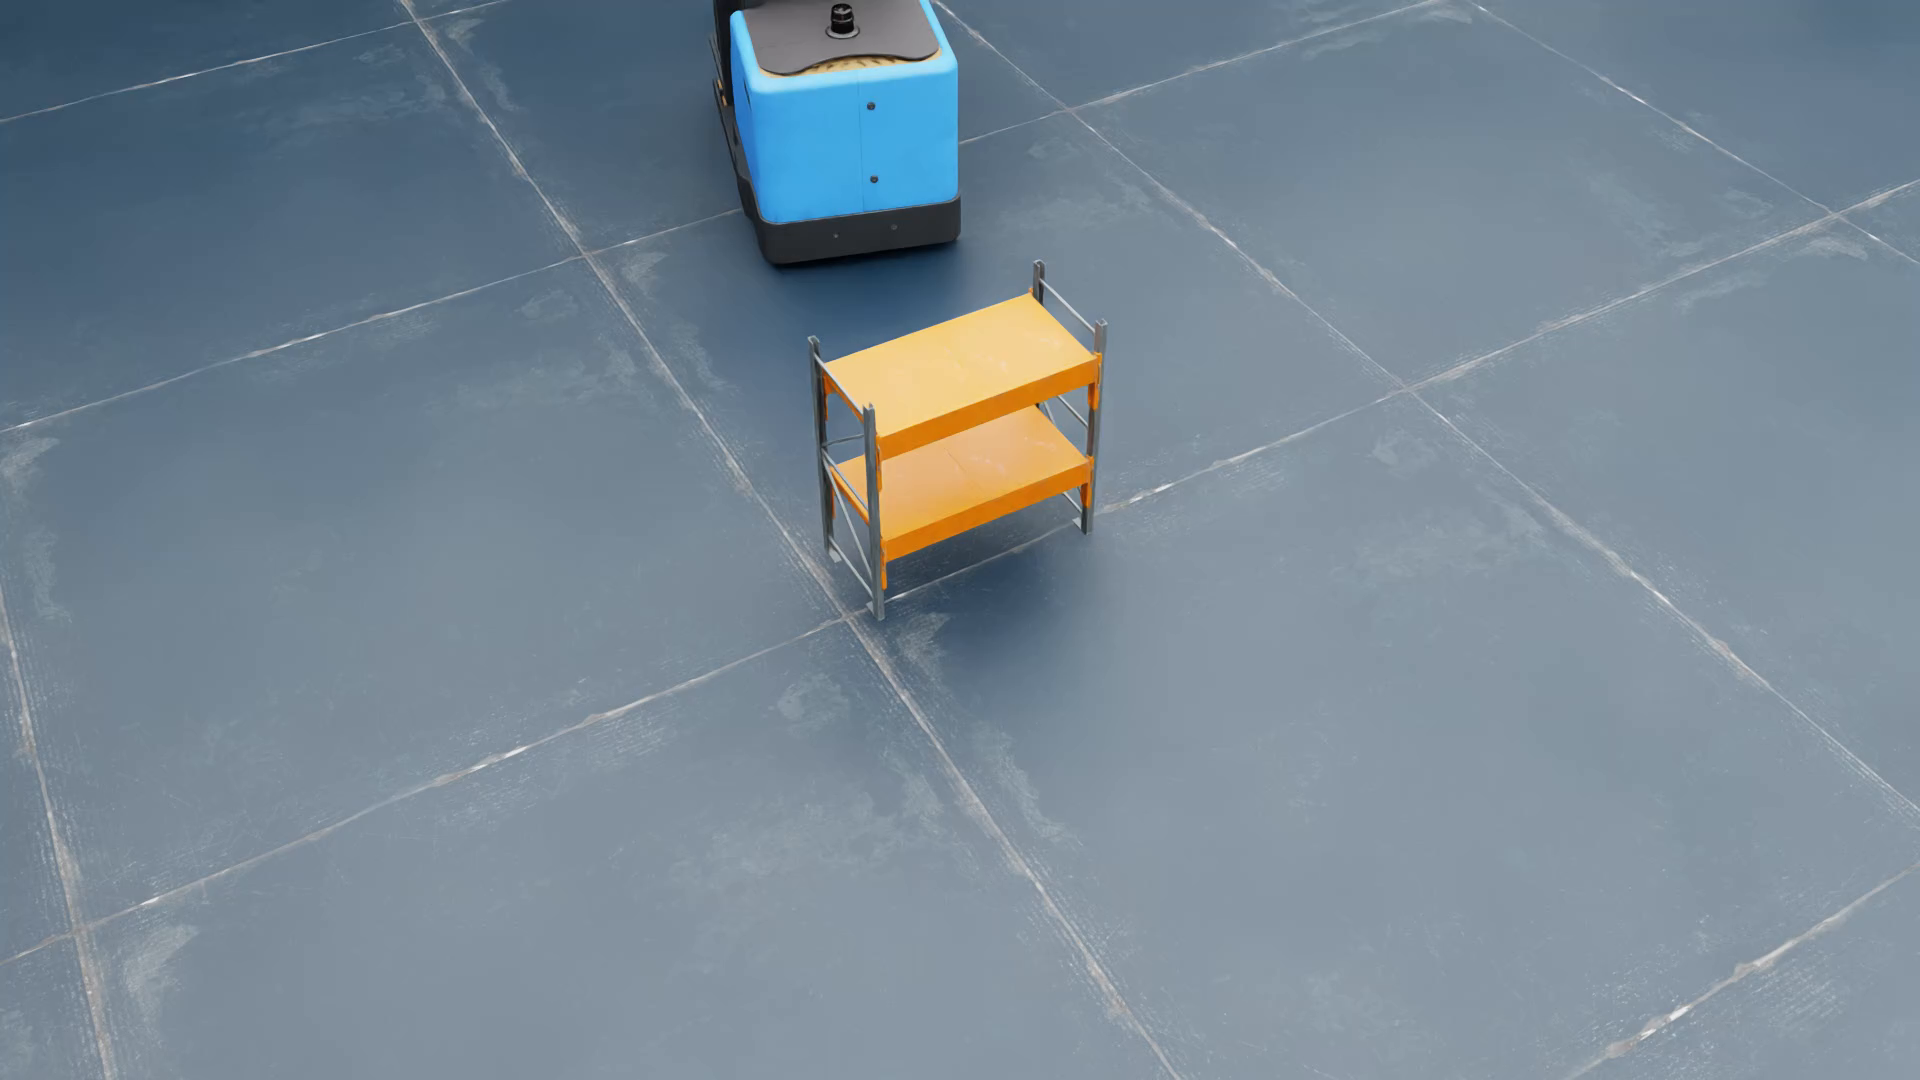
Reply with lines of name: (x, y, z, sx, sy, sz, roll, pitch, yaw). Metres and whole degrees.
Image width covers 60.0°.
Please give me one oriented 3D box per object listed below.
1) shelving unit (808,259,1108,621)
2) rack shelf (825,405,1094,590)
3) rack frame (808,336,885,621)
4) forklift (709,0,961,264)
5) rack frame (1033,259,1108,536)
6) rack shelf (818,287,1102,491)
shelving unit: (-0.006, -0.401, 6.785, 1.048, 1.125, 0.538, -22, 48, -21)
rack shelf: (-0.006, -0.226, 6.956, 1.000, 0.278, 0.538, -22, 48, -21)
rack frame: (-0.447, -0.225, 6.603, 0.032, 1.125, 0.500, -22, 48, -21)
forklift: (-0.831, -3.513, 8.695, 1.130, 2.935, 3.031, -9, 45, -9)
rack frame: (0.435, -0.578, 6.967, 0.032, 1.125, 0.500, -22, 48, -21)
rack shelf: (-0.006, -0.611, 6.581, 1.000, 0.278, 0.538, -22, 48, -21)
